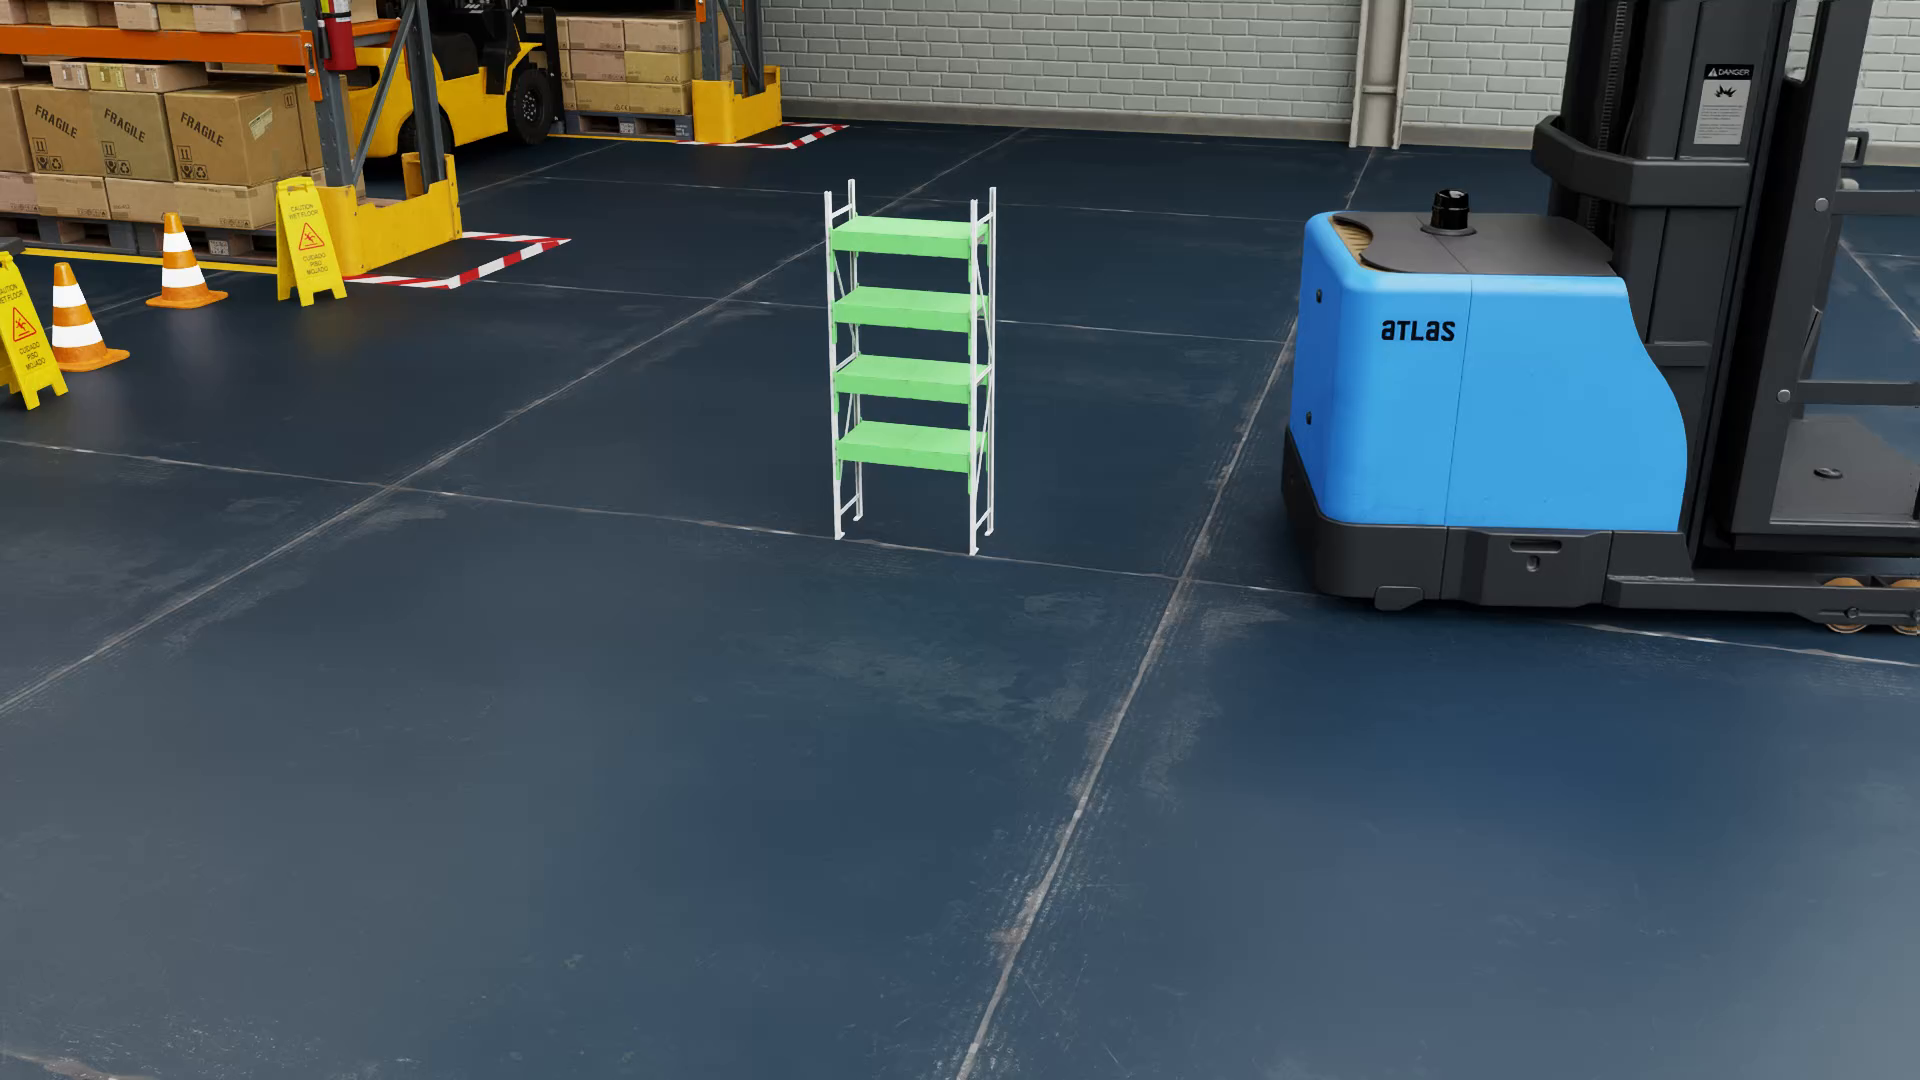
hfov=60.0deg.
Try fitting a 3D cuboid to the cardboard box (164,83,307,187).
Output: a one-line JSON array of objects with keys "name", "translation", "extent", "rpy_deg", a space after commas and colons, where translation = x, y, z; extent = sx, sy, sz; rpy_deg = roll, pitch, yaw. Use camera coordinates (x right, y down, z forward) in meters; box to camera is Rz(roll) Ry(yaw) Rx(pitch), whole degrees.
[{"name": "cardboard box", "translation": [-4.192, -2.355, 9.641], "extent": [0.500, 0.500, 0.500], "rpy_deg": [7, 23, 16]}]

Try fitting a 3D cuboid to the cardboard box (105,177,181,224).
[{"name": "cardboard box", "translation": [-4.695, -2.066, 9.923], "extent": [0.500, 0.250, 0.500], "rpy_deg": [7, 23, 16]}]

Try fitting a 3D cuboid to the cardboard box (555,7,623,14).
[{"name": "cardboard box", "translation": [-3.280, -4.515, 14.578], "extent": [0.500, 0.250, 0.500], "rpy_deg": [6, 23, 15]}]

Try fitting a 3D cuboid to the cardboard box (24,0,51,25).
[{"name": "cardboard box", "translation": [-5.228, -3.115, 9.742], "extent": [0.250, 0.149, 0.380], "rpy_deg": [7, 23, 16]}]

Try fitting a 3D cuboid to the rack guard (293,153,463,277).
[{"name": "rack guard", "translation": [-3.423, -1.945, 9.853], "extent": [0.348, 0.500, 1.175], "rpy_deg": [7, 23, 16]}]

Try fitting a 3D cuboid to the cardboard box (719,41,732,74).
[{"name": "cardboard box", "translation": [-2.310, -4.177, 14.413], "extent": [0.500, 0.250, 0.500], "rpy_deg": [7, 23, 16]}]

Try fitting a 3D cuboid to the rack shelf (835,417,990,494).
[{"name": "rack shelf", "translation": [-0.158, -0.292, 5.702], "extent": [0.480, 0.148, 0.258], "rpy_deg": [7, 23, 16]}]

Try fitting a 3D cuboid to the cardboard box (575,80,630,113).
[{"name": "cardboard box", "translation": [-2.934, -3.814, 14.185], "extent": [0.500, 0.250, 0.500], "rpy_deg": [7, 23, 15]}]

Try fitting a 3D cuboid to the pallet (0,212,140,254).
[{"name": "pallet", "translation": [-5.355, -2.048, 10.484], "extent": [1.213, 0.211, 1.003], "rpy_deg": [7, 23, 16]}]

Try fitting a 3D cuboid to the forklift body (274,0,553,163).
[{"name": "forklift body", "translation": [-4.262, -4.049, 12.808], "extent": [1.214, 2.155, 2.313], "rpy_deg": [7, 23, 16]}]

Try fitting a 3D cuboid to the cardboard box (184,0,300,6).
[{"name": "cardboard box", "translation": [-3.949, -3.236, 9.184], "extent": [0.500, 0.500, 0.500], "rpy_deg": [6, 23, 15]}]

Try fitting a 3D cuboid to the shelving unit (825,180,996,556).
[{"name": "shelving unit", "translation": [-0.158, -0.573, 5.587], "extent": [0.503, 1.200, 0.258], "rpy_deg": [7, 23, 16]}]

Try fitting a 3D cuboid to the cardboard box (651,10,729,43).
[{"name": "cardboard box", "translation": [-2.325, -4.403, 14.304], "extent": [0.500, 0.250, 0.500], "rpy_deg": [6, 23, 15]}]

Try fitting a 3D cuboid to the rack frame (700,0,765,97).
[{"name": "rack frame", "translation": [-1.920, -4.897, 13.756], "extent": [0.127, 3.000, 1.000], "rpy_deg": [7, 23, 16]}]

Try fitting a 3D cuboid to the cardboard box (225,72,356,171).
[{"name": "cardboard box", "translation": [-4.065, -2.554, 10.124], "extent": [0.500, 0.500, 0.500], "rpy_deg": [6, 23, 14]}]

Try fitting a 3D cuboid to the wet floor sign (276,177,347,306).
[{"name": "wet floor sign", "translation": [-3.477, -1.594, 8.806], "extent": [0.232, 0.644, 0.267], "rpy_deg": [16, 27, 34]}]

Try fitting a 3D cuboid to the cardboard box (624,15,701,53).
[{"name": "cardboard box", "translation": [-2.451, -4.219, 13.855], "extent": [0.500, 0.250, 0.500], "rpy_deg": [7, 23, 17]}]

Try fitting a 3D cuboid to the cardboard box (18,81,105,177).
[{"name": "cardboard box", "translation": [-5.174, -2.469, 9.919], "extent": [0.500, 0.500, 0.500], "rpy_deg": [6, 23, 14]}]

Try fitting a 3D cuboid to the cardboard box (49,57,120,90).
[{"name": "cardboard box", "translation": [-5.055, -2.729, 9.699], "extent": [0.250, 0.149, 0.380], "rpy_deg": [8, 23, 18]}]

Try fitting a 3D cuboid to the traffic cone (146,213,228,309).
[{"name": "traffic cone", "translation": [-4.134, -1.498, 8.812], "extent": [0.334, 0.463, 0.336], "rpy_deg": [7, 23, 16]}]

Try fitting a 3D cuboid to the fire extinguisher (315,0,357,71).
[{"name": "fire extinguisher", "translation": [-3.374, -2.877, 8.934], "extent": [0.183, 0.674, 0.296], "rpy_deg": [7, 23, 16]}]

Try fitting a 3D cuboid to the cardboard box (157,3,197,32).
[{"name": "cardboard box", "translation": [-4.284, -2.964, 9.373], "extent": [0.250, 0.149, 0.380], "rpy_deg": [6, 23, 15]}]

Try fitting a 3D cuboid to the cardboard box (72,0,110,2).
[{"name": "cardboard box", "translation": [-4.905, -3.349, 9.458], "extent": [0.500, 0.500, 0.500], "rpy_deg": [6, 23, 15]}]

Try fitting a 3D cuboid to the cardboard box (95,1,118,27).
[{"name": "cardboard box", "translation": [-4.744, -3.060, 9.608], "extent": [0.250, 0.149, 0.380], "rpy_deg": [7, 23, 16]}]

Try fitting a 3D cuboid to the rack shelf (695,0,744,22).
[{"name": "rack shelf", "translation": [-3.835, -4.783, 14.427], "extent": [4.000, 0.370, 1.077], "rpy_deg": [7, 23, 16]}]

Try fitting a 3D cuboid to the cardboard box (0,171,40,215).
[{"name": "cardboard box", "translation": [-5.670, -2.179, 10.200], "extent": [0.500, 0.250, 0.500], "rpy_deg": [6, 23, 15]}]

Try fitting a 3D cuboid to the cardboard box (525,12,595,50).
[{"name": "cardboard box", "translation": [-3.427, -4.324, 14.112], "extent": [0.500, 0.250, 0.500], "rpy_deg": [7, 23, 16]}]

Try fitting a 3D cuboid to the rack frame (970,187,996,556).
[{"name": "rack frame", "translation": [0.075, -0.547, 5.521], "extent": [0.015, 1.200, 0.240], "rpy_deg": [7, 23, 16]}]

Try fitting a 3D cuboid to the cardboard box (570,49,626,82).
[{"name": "cardboard box", "translation": [-2.953, -4.049, 14.100], "extent": [0.500, 0.250, 0.500], "rpy_deg": [6, 23, 15]}]

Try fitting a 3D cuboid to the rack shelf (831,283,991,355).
[{"name": "rack shelf", "translation": [-0.158, -0.736, 5.520], "extent": [0.480, 0.148, 0.258], "rpy_deg": [7, 23, 16]}]

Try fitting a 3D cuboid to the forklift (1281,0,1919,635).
[{"name": "forklift", "translation": [2.647, -1.276, 5.018], "extent": [3.031, 2.935, 1.130], "rpy_deg": [1, 22, 3]}]

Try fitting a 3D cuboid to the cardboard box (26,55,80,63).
[{"name": "cardboard box", "translation": [-8.358, -4.727, 15.918], "extent": [0.625, 0.625, 0.875], "rpy_deg": [7, 23, 17]}]

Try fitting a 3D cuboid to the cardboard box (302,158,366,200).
[{"name": "cardboard box", "translation": [-4.042, -2.204, 10.261], "extent": [0.500, 0.250, 0.500], "rpy_deg": [6, 23, 15]}]

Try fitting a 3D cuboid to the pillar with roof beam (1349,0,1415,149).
[{"name": "pillar with roof beam", "translation": [2.175, -5.854, 8.185], "extent": [0.400, 9.000, 9.100], "rpy_deg": [7, 23, 16]}]

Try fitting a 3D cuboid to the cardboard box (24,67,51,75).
[{"name": "cardboard box", "translation": [-5.559, -2.723, 10.537], "extent": [0.500, 0.500, 0.500], "rpy_deg": [8, 24, 18]}]

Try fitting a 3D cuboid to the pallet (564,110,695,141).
[{"name": "pallet", "translation": [-2.664, -3.676, 14.452], "extent": [1.213, 0.211, 1.003], "rpy_deg": [7, 23, 16]}]

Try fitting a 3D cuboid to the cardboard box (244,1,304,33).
[{"name": "cardboard box", "translation": [-3.770, -2.940, 9.316], "extent": [0.250, 0.149, 0.380], "rpy_deg": [7, 23, 17]}]

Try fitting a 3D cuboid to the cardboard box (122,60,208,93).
[{"name": "cardboard box", "translation": [-4.563, -2.671, 9.557], "extent": [0.250, 0.149, 0.380], "rpy_deg": [7, 23, 17]}]

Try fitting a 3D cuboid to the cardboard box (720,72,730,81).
[{"name": "cardboard box", "translation": [-2.334, -3.944, 14.502], "extent": [0.500, 0.250, 0.500], "rpy_deg": [7, 23, 16]}]

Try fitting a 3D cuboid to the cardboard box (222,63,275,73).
[{"name": "cardboard box", "translation": [-6.252, -4.484, 15.325], "extent": [0.625, 0.625, 0.875], "rpy_deg": [8, 24, 18]}]
